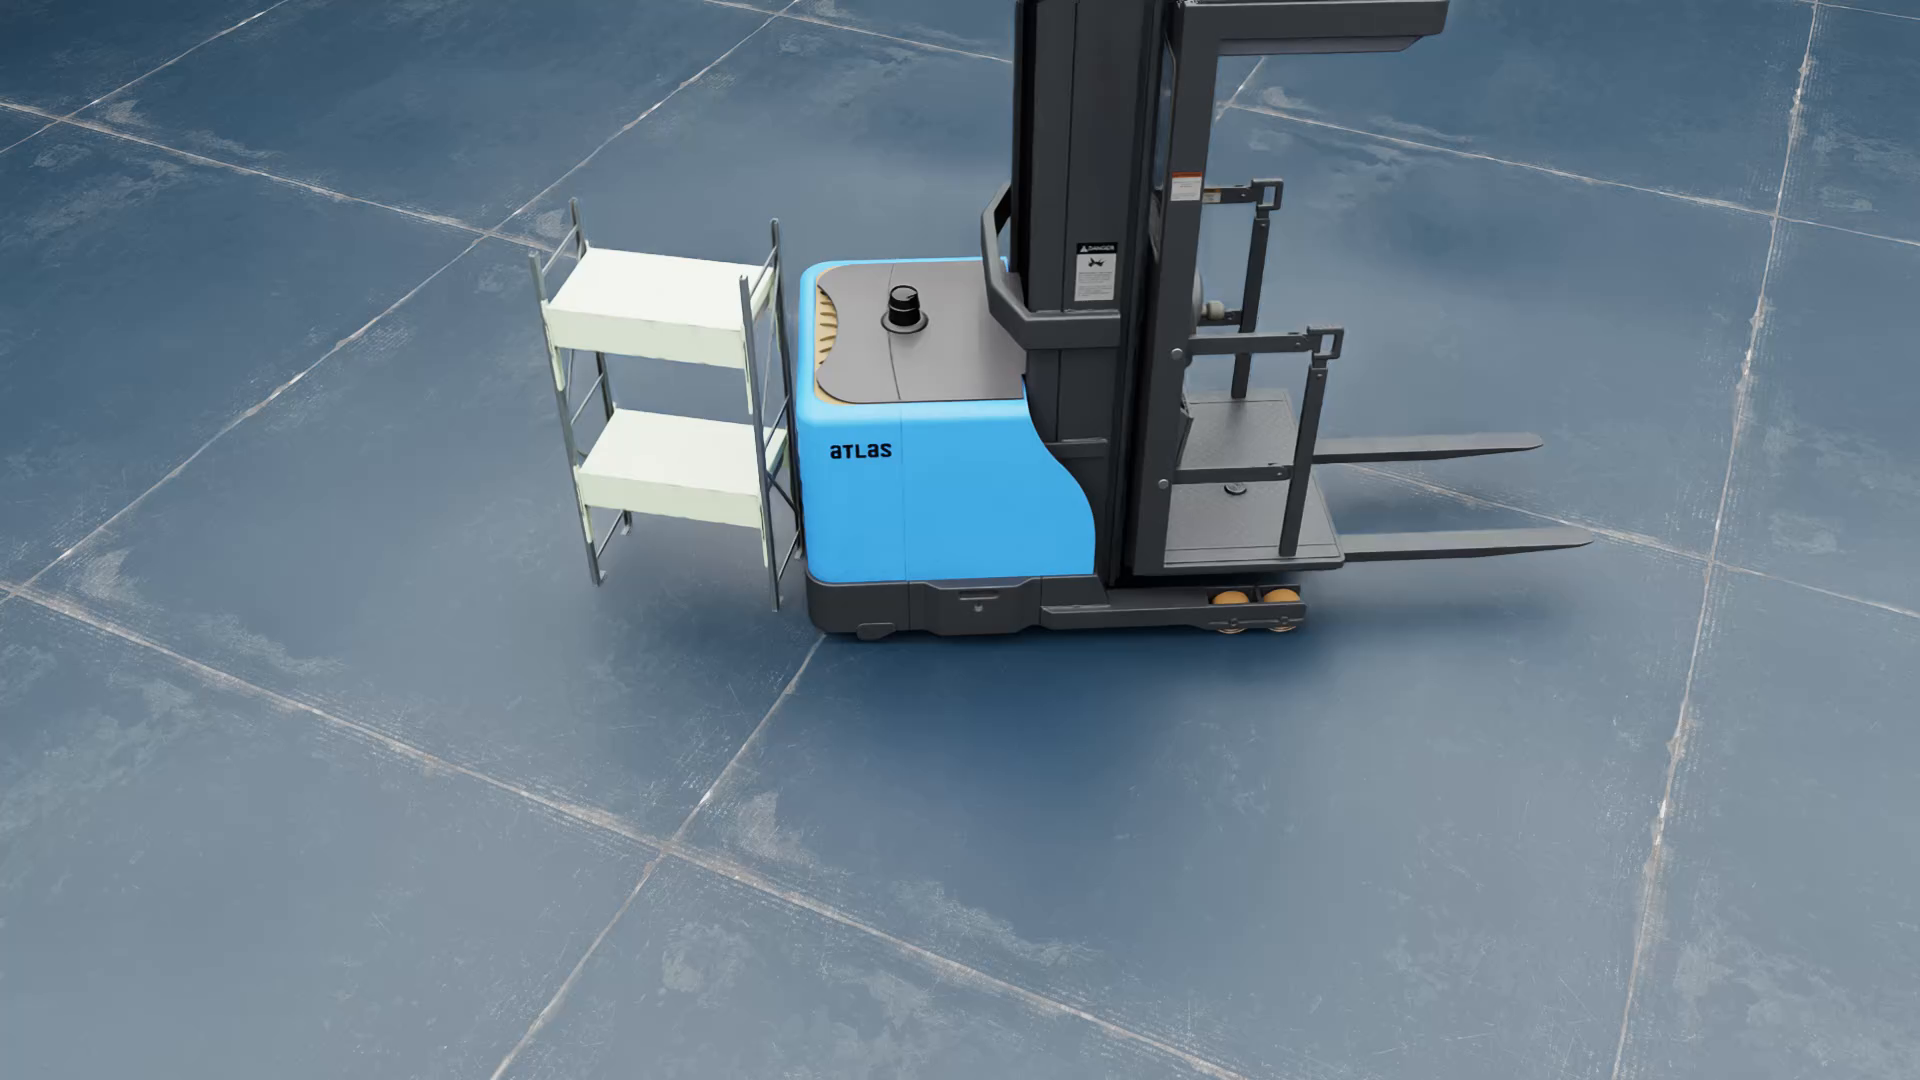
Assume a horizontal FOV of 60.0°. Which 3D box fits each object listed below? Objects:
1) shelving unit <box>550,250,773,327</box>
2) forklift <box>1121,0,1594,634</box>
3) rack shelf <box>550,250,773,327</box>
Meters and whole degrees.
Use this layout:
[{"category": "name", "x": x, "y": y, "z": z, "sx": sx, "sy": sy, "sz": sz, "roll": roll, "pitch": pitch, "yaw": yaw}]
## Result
[{"category": "shelving unit", "x": -1.034, "y": -0.857, "z": 5.794, "sx": 0.686, "sy": 0.052, "sz": 0.368, "roll": 8, "pitch": 41, "yaw": 9}, {"category": "forklift", "x": 1.345, "y": -1.037, "z": 5.860, "sx": 2.170, "sy": 2.733, "sz": 1.118, "roll": -2, "pitch": 41, "yaw": -2}, {"category": "rack shelf", "x": -1.034, "y": -0.857, "z": 5.794, "sx": 0.686, "sy": 0.052, "sz": 0.368, "roll": 8, "pitch": 41, "yaw": 9}]
